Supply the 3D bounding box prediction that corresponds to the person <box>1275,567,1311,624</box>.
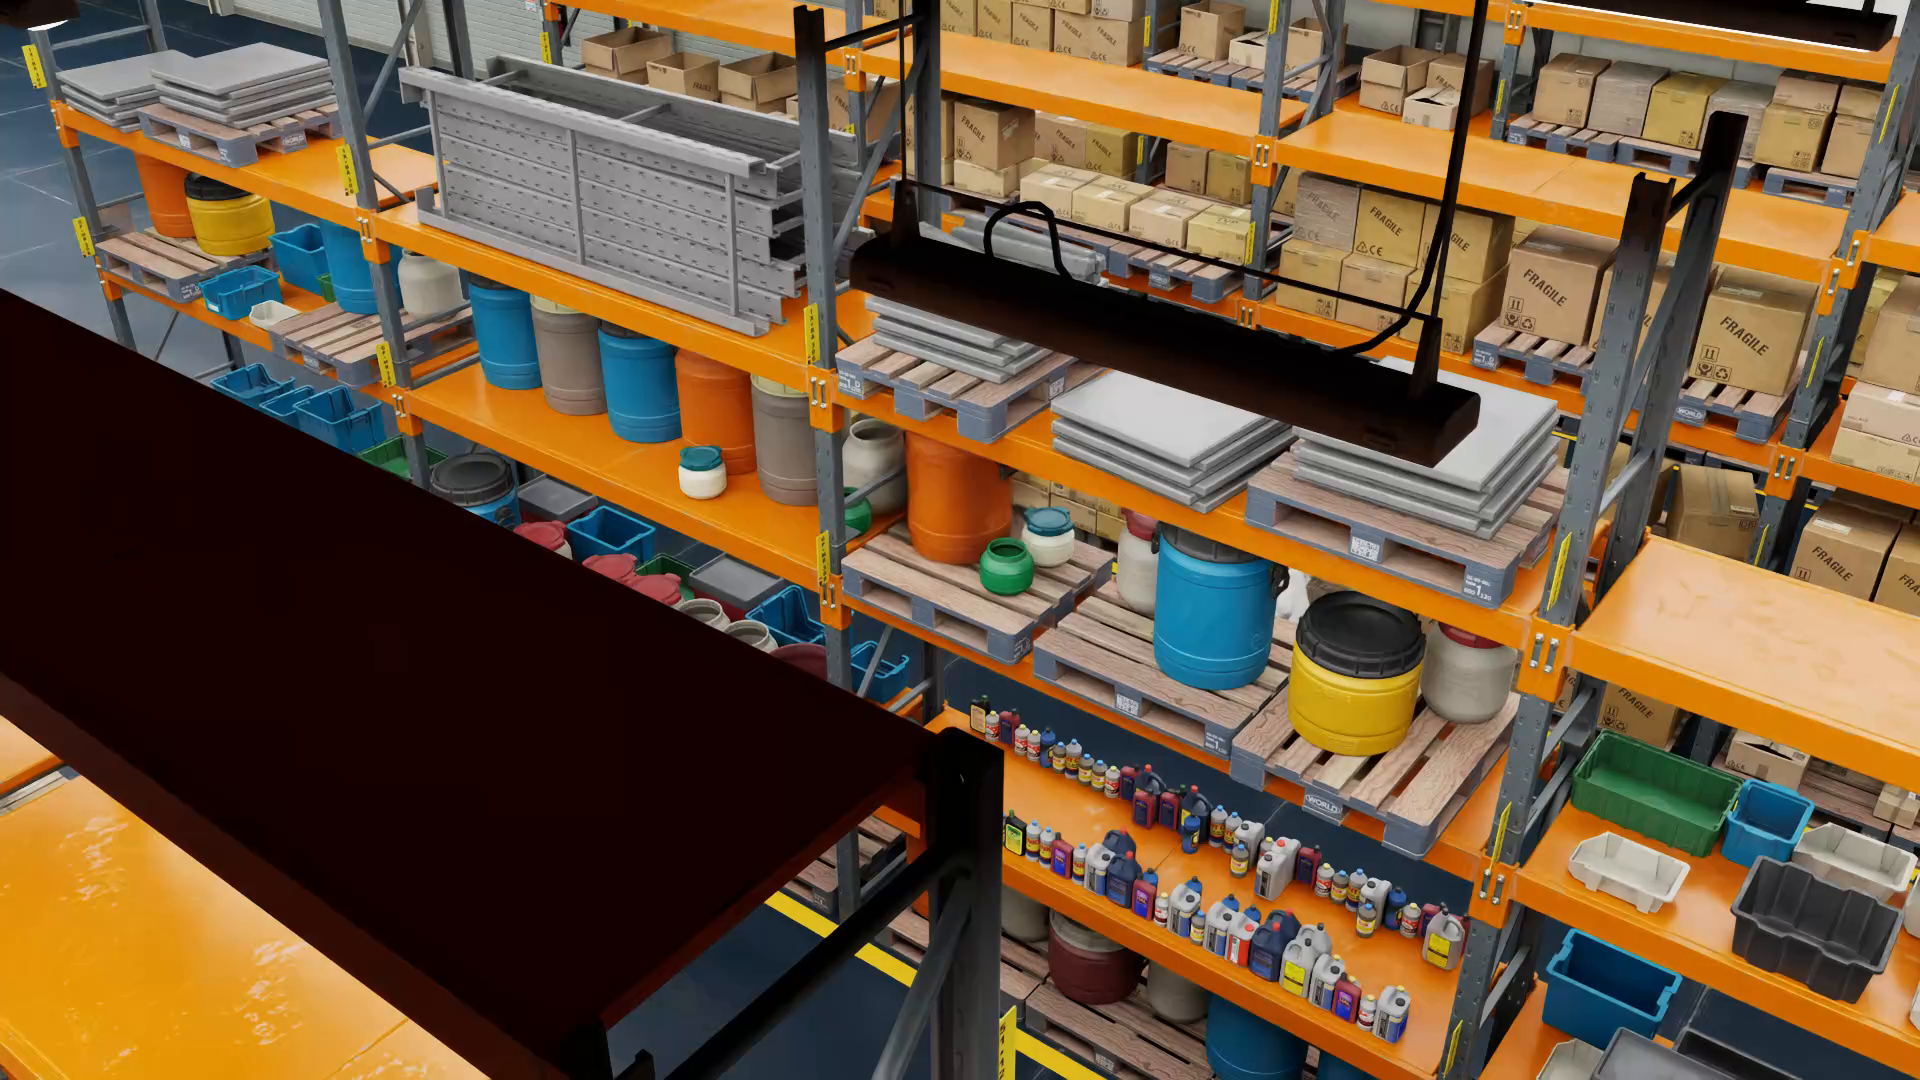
[{"bbox_3d":[2.542,0.670,12.582,0.672,1.689,0.703,21,37,30],"label":"person"}]
